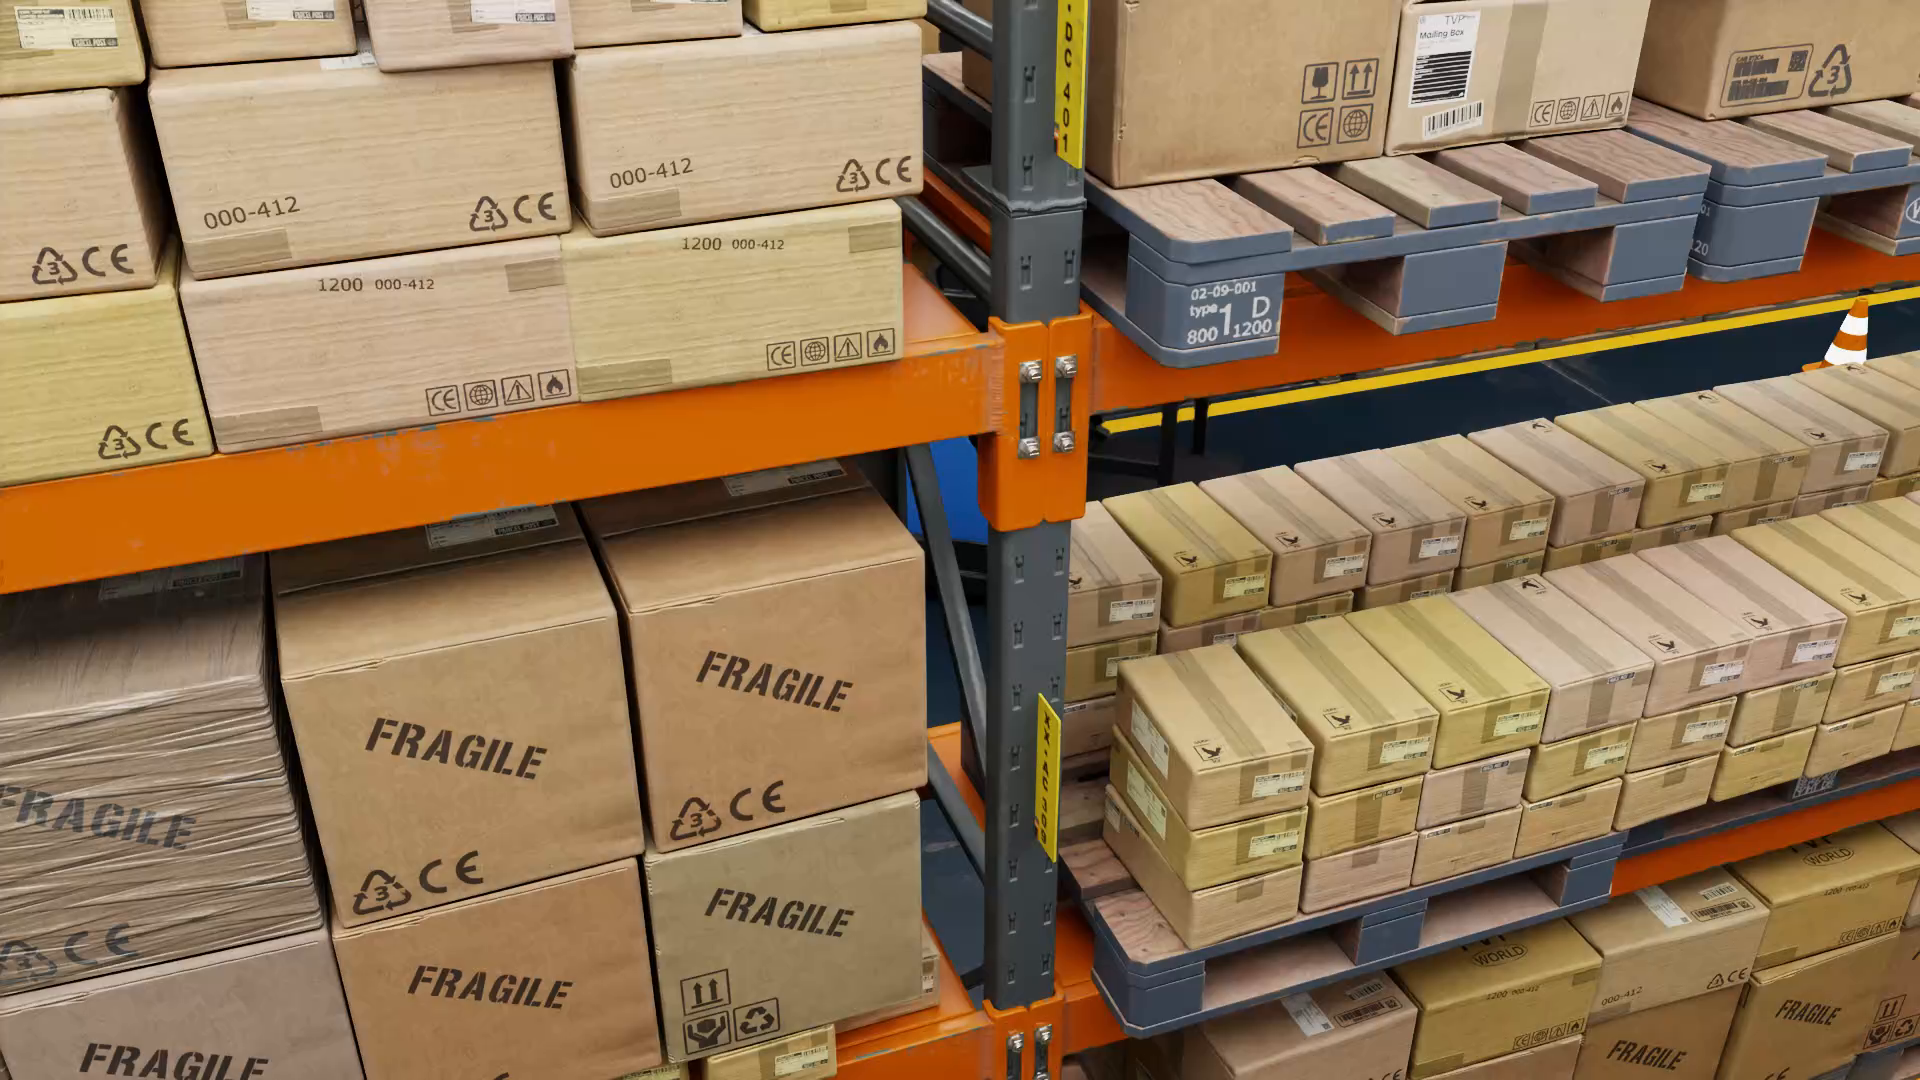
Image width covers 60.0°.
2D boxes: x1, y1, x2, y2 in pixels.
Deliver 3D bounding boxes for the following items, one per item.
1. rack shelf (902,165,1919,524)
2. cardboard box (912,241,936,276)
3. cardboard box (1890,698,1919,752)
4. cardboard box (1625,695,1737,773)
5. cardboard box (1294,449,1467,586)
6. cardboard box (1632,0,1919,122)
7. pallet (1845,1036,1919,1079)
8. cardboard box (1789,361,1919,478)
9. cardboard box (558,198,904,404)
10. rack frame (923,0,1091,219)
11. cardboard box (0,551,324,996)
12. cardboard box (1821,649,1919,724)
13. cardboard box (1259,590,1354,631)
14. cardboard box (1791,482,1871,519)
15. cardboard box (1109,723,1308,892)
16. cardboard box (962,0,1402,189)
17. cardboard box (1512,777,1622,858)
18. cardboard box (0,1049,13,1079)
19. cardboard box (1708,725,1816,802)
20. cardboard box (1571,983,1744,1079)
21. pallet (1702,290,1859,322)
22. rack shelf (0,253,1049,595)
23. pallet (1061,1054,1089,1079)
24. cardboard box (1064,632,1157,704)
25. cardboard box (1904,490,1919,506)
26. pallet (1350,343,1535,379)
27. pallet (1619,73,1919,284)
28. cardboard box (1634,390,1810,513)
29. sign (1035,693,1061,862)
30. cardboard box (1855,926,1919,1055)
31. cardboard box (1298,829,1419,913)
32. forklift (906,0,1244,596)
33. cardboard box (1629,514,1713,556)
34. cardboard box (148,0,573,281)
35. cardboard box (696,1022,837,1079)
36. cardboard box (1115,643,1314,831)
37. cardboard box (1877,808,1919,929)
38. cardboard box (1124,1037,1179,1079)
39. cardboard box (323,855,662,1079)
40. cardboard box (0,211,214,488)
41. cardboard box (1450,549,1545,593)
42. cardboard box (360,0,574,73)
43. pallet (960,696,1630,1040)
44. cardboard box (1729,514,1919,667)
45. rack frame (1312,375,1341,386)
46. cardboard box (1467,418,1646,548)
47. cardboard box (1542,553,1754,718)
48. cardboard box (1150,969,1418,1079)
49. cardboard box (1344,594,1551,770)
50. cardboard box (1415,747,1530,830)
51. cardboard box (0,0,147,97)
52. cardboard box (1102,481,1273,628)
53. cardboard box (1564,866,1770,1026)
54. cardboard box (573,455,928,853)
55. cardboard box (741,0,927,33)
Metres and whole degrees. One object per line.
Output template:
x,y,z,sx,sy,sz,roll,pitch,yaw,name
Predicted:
1.838,-0.770,3.767,4.000,0.370,1.077,-10,31,-18,rack shelf
-0.460,-1.276,8.681,0.875,0.875,0.875,-10,31,-16,cardboard box
2.206,0.320,3.988,0.250,0.149,0.380,-9,31,-16,cardboard box
1.473,0.326,3.677,0.250,0.149,0.380,-9,31,-16,cardboard box
1.012,-0.061,4.056,0.250,0.149,0.380,-11,31,-18,cardboard box
1.457,-1.170,3.215,0.637,0.503,0.797,-11,31,-18,cardboard box
2.980,1.222,5.393,1.213,0.211,1.003,-10,31,-18,pallet
2.481,-0.333,4.533,0.250,0.149,0.380,-12,32,-20,cardboard box
-0.402,-0.462,2.652,0.500,0.250,0.500,-10,31,-16,cardboard box
-0.036,-2.040,2.241,0.127,3.000,1.000,-10,31,-18,rack frame
-1.350,0.339,2.713,0.500,0.500,0.500,-10,31,-16,cardboard box
1.958,0.238,3.831,0.250,0.149,0.380,-11,31,-19,cardboard box
0.748,0.116,4.046,0.250,0.149,0.380,-9,31,-15,cardboard box
2.217,-0.155,4.521,0.250,0.149,0.380,-10,31,-18,cardboard box
0.493,0.509,3.355,0.250,0.149,0.380,-10,31,-17,cardboard box
0.357,-0.977,2.880,0.500,0.500,0.700,-10,31,-18,cardboard box
1.222,0.504,3.666,0.250,0.149,0.380,-10,31,-17,cardboard box
-1.836,0.861,2.807,0.500,0.500,0.500,-11,32,-19,cardboard box
1.715,0.410,3.829,0.250,0.149,0.380,-11,31,-19,cardboard box
1.730,1.277,4.580,0.500,0.500,0.500,-10,31,-17,cardboard box
4.911,-1.747,10.603,1.213,0.211,1.003,-10,31,-18,pallet
-1.911,-0.079,2.556,4.000,0.370,1.077,-10,31,-18,rack shelf
0.693,1.643,4.653,1.213,0.211,1.003,-10,31,-18,pallet
0.268,0.203,3.892,0.250,0.149,0.380,-9,31,-16,cardboard box
2.454,0.015,3.921,0.250,0.149,0.380,-10,31,-18,cardboard box
2.625,-1.326,9.864,1.213,0.211,1.003,-10,31,-18,pallet
1.550,-0.893,3.447,1.003,0.211,1.213,-10,31,-18,pallet
1.981,-0.239,4.367,0.250,0.149,0.380,-9,31,-16,cardboard box
0.160,0.441,3.072,0.005,0.325,0.100,-10,31,-18,sign
2.699,1.102,4.886,0.500,0.500,0.500,-9,31,-16,cardboard box
0.751,0.588,3.518,0.250,0.149,0.380,-10,31,-17,cardboard box
0.715,-1.166,6.836,3.031,2.935,1.130,8,31,14,forklift
1.731,-0.065,4.363,0.250,0.149,0.380,-9,31,-16,cardboard box
-0.872,-0.607,2.402,0.500,0.250,0.500,-12,32,-20,cardboard box
-0.426,0.928,3.344,0.250,0.149,0.380,-11,32,-19,cardboard box
0.493,0.380,3.282,0.250,0.149,0.380,-9,31,-15,cardboard box
2.693,0.785,4.684,0.500,0.250,0.500,-10,31,-17,cardboard box
0.749,1.465,4.249,0.500,0.500,0.500,-9,31,-16,cardboard box
-0.878,0.697,3.095,0.500,0.500,0.500,-11,32,-19,cardboard box
-1.350,-0.293,2.356,0.500,0.250,0.500,-11,31,-18,cardboard box
1.247,0.022,4.210,0.250,0.149,0.380,-12,32,-20,cardboard box
-0.693,-0.769,2.284,0.250,0.149,0.380,-10,31,-18,cardboard box
0.731,0.585,3.887,1.213,0.211,1.003,-10,31,-18,pallet
1.956,0.108,3.759,0.250,0.149,0.380,-9,31,-16,cardboard box
1.892,-2.403,8.938,0.127,3.000,1.000,-10,31,-18,rack frame
1.494,-0.150,4.212,0.250,0.149,0.380,-12,32,-20,cardboard box
1.468,0.199,3.598,0.250,0.149,0.380,-11,31,-18,cardboard box
0.748,1.139,4.064,0.500,0.250,0.500,-12,32,-20,cardboard box
0.993,0.286,3.447,0.250,0.149,0.380,-10,31,-17,cardboard box
0.977,0.419,3.514,0.250,0.149,0.380,-10,31,-16,cardboard box
-1.209,-0.698,2.158,0.250,0.149,0.380,-12,32,-20,cardboard box
0.523,0.028,3.900,0.250,0.149,0.380,-11,32,-19,cardboard box
1.726,0.960,4.378,0.500,0.250,0.500,-9,31,-16,cardboard box
-0.383,0.166,3.017,0.500,0.500,0.500,-12,32,-19,cardboard box
-0.234,-0.881,2.480,0.250,0.149,0.380,-12,32,-20,cardboard box
